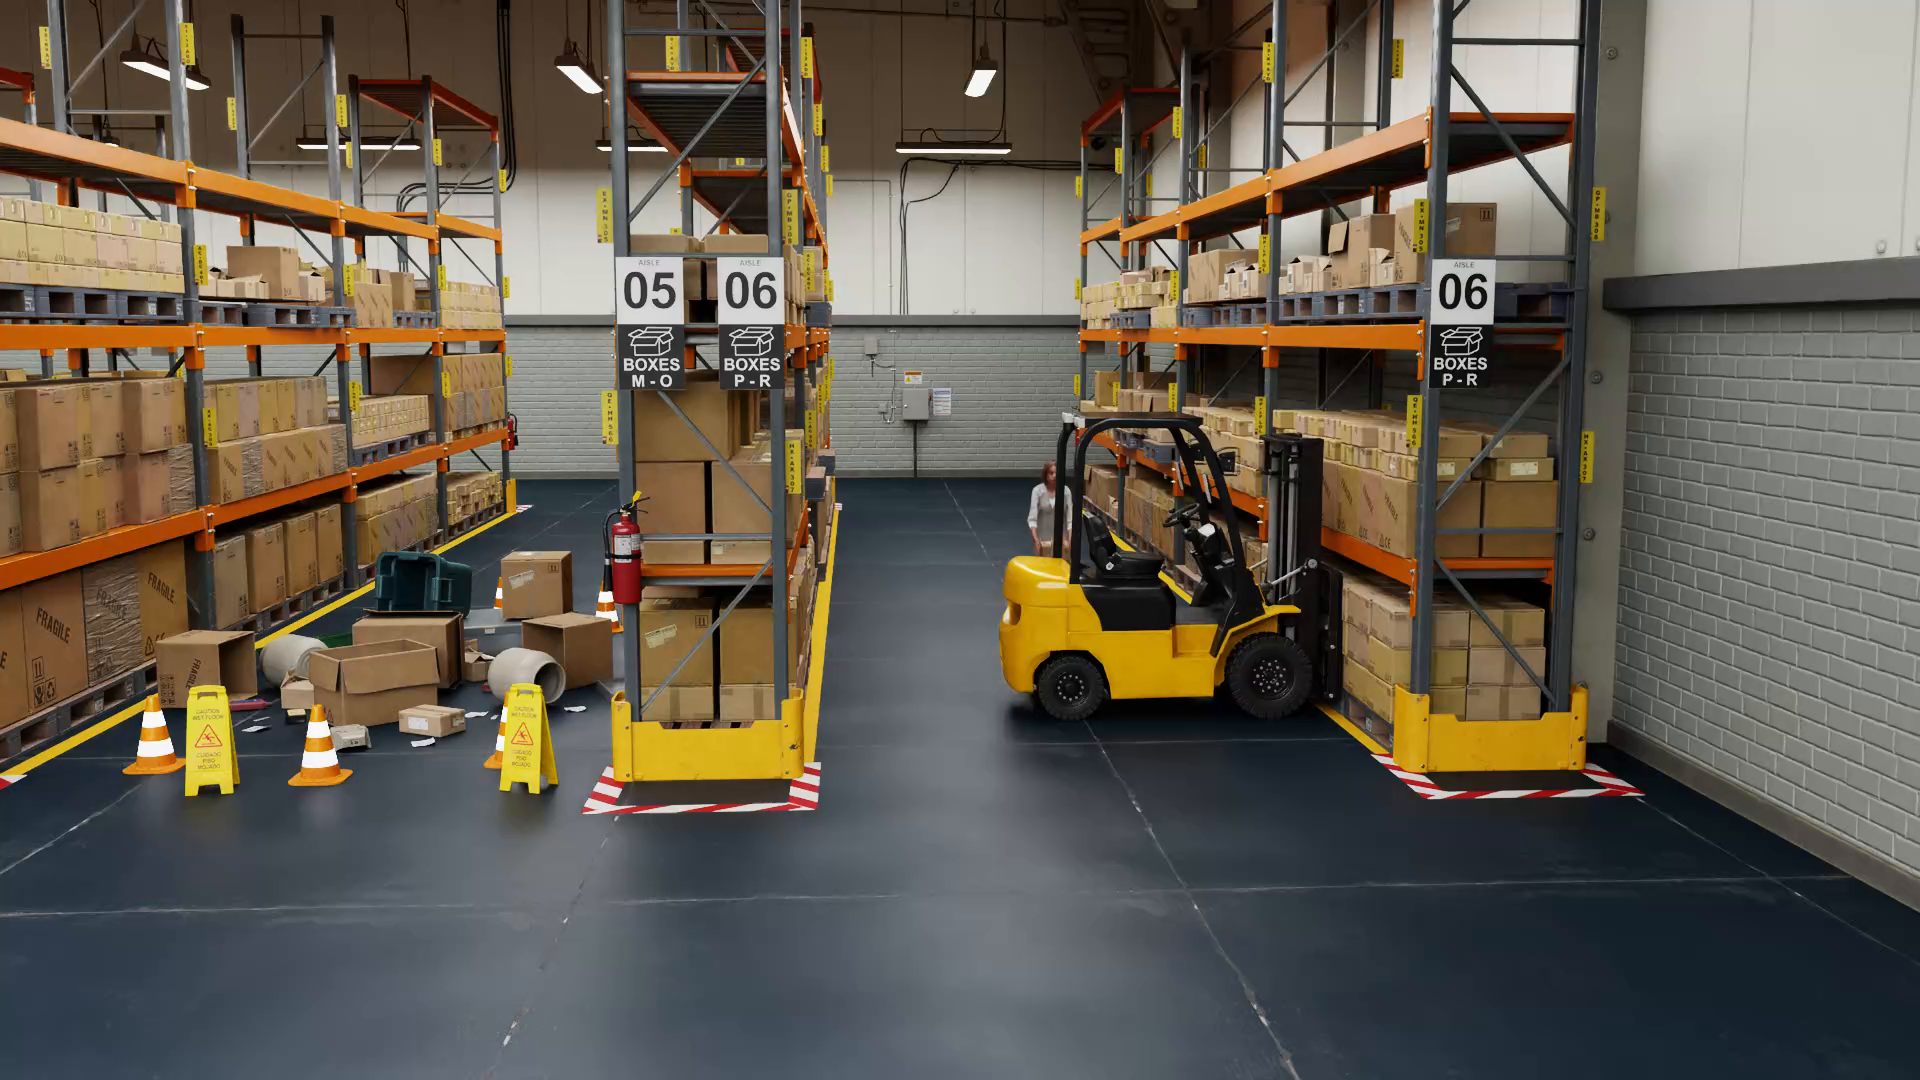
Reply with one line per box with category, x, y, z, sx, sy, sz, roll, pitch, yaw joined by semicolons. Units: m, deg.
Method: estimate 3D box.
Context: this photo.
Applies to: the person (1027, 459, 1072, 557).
person;0.841;0.060;15.282;0.444;1.602;0.384;-1;7;-5
